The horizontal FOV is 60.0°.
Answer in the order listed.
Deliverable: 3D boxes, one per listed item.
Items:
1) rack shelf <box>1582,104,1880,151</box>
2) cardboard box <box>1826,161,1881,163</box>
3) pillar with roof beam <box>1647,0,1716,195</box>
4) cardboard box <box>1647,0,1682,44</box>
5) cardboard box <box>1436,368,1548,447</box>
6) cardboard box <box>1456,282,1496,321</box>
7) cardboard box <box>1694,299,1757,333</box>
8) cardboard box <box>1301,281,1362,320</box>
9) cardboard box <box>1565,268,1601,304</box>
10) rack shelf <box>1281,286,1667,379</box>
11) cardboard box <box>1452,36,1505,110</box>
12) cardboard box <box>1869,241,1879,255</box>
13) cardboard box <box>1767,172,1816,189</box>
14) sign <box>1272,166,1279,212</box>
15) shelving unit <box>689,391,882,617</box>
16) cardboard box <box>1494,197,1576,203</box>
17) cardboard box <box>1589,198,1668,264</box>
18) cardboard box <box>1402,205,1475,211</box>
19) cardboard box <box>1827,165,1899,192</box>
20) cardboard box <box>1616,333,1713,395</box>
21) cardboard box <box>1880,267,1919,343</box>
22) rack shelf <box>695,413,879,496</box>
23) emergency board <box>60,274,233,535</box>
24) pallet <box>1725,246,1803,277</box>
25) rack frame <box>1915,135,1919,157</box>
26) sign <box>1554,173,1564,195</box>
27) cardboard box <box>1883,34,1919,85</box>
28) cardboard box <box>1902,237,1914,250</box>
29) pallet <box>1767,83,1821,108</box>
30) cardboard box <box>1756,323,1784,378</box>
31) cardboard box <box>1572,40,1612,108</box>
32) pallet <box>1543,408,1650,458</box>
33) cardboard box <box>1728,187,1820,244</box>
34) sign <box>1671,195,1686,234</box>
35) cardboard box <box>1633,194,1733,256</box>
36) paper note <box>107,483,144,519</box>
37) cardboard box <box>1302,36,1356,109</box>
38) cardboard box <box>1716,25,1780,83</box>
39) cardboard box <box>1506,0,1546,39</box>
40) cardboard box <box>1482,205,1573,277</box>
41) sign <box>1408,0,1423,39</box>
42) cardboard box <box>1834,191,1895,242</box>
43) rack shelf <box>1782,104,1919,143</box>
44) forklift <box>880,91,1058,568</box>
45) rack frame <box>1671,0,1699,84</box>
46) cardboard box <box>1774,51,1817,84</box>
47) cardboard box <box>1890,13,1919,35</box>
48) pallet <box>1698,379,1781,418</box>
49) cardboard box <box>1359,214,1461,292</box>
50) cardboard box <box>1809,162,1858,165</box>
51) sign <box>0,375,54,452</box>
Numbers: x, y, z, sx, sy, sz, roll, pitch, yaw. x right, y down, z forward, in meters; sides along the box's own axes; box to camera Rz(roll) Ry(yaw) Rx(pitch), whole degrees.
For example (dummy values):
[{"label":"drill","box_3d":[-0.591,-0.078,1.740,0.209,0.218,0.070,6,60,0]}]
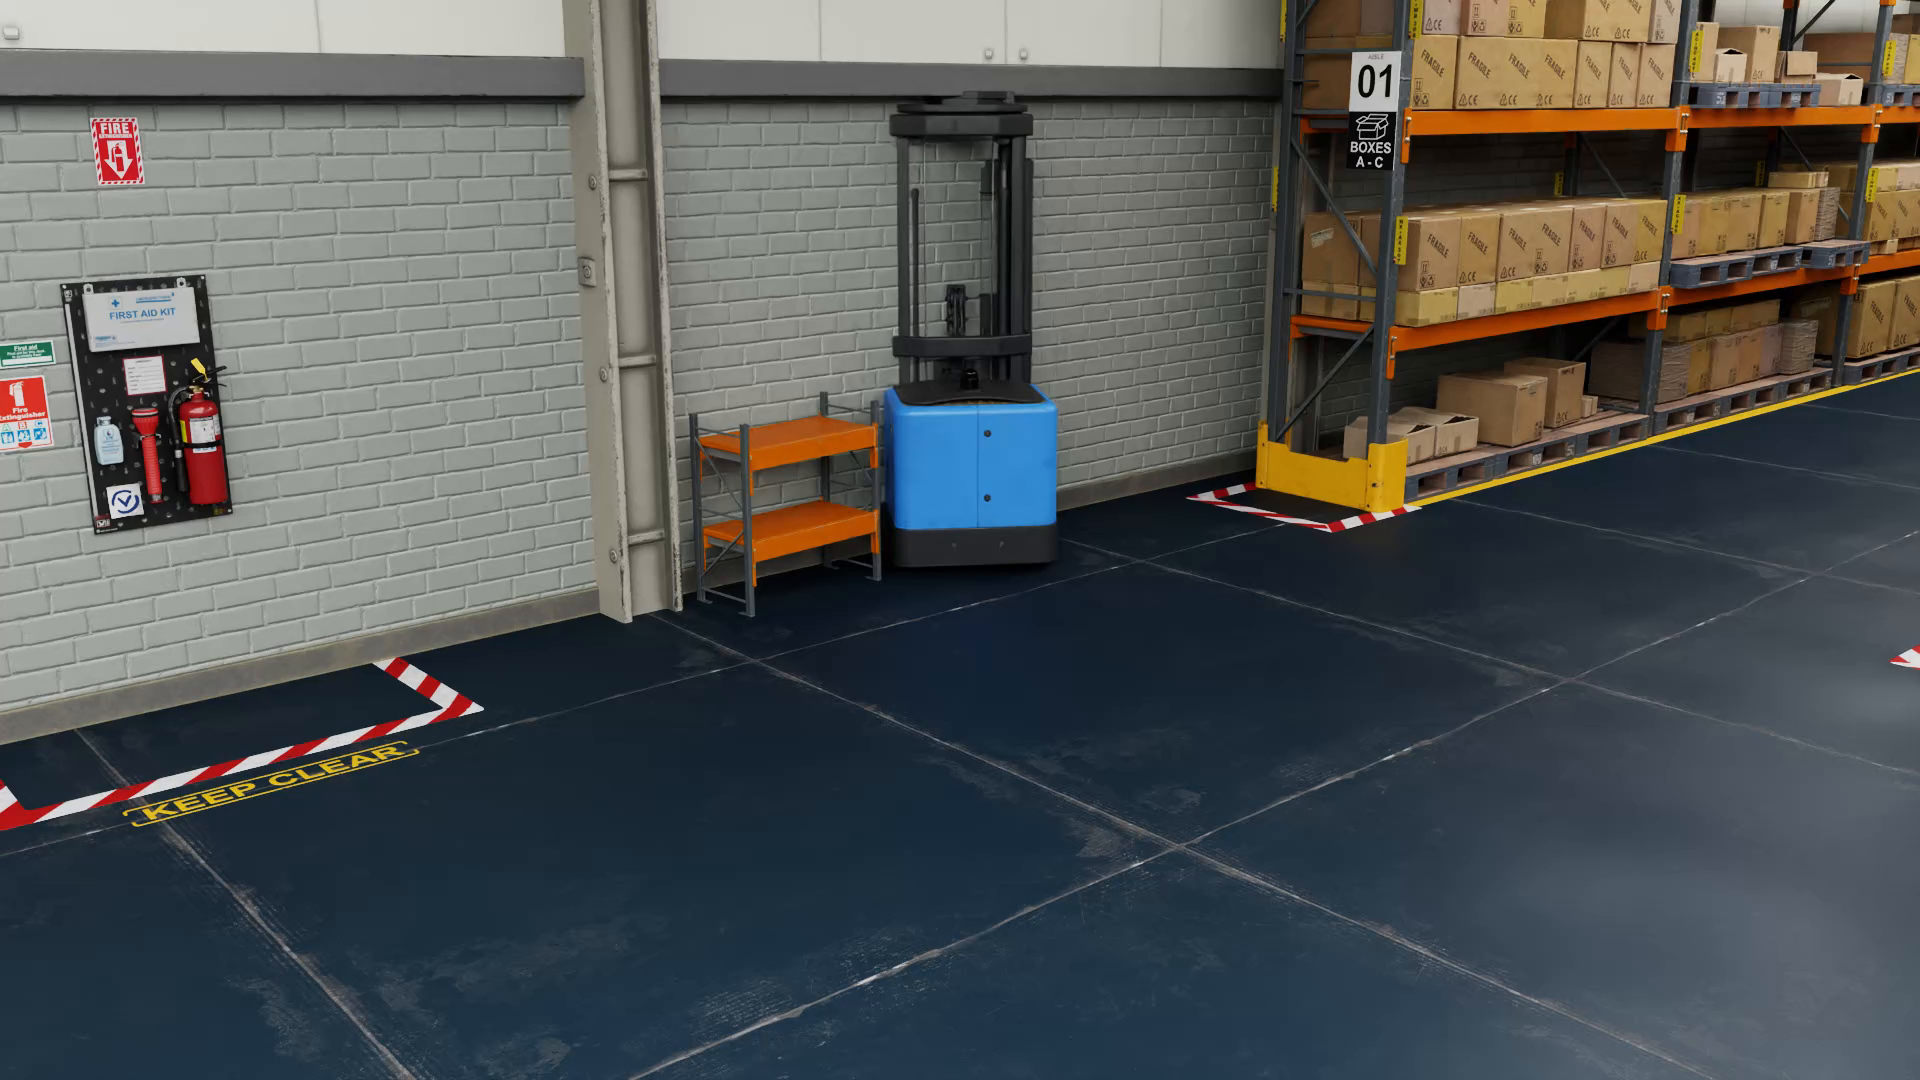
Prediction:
[{"label":"rack shelf","box_3d":[7.228,-3.885,15.564,4.000,0.370,1.077,-13,19,-39]},{"label":"cardboard box","box_3d":[9.691,-3.987,18.102,0.500,0.250,0.500,-13,20,-41]},{"label":"pillar with roof beam","box_3d":[10.014,-5.131,13.021,0.400,9.000,9.100,-13,19,-39]},{"label":"cardboard box","box_3d":[5.519,-4.297,13.543,0.500,0.500,0.500,14,20,42]},{"label":"cardboard box","box_3d":[4.299,-1.083,13.483,0.500,0.500,0.700,-14,21,-43]},{"label":"cardboard box","box_3d":[3.661,-1.816,12.488,0.500,0.250,0.500,-13,20,-41]},{"label":"cardboard box","box_3d":[7.372,-2.185,16.156,0.500,0.250,0.500,-13,20,-40]},{"label":"cardboard box","box_3d":[2.927,-1.821,12.508,0.500,0.250,0.500,-12,19,-39]},{"label":"cardboard box","box_3d":[4.810,-2.072,13.445,0.500,0.250,0.500,-13,20,-40]},{"label":"rack shelf","box_3d":[4.210,-1.758,13.415,4.000,0.370,1.077,-13,19,-39]},{"label":"cardboard box","box_3d":[3.547,-3.366,11.995,0.500,0.500,0.500,-11,19,-36]},{"label":"cardboard box","box_3d":[9.333,-3.062,17.350,0.250,0.149,0.380,-12,19,-39]},{"label":"cardboard box","box_3d":[8.263,-3.575,16.518,0.380,0.149,0.250,12,19,38]},{"label":"sign","box_3d":[2.353,-2.591,12.280,0.005,0.325,0.100,-13,19,-39]},{"label":"shelving unit","box_3d":[-1.028,-0.240,9.969,0.538,1.125,1.048,14,20,41]},{"label":"cardboard box","box_3d":[4.835,-2.618,14.039,0.500,0.500,0.500,-13,20,-40]},{"label":"cardboard box","box_3d":[5.566,-2.604,13.985,0.500,0.500,0.500,-13,20,-39]},{"label":"cardboard box","box_3d":[3.691,-2.360,13.070,0.500,0.500,0.500,-13,20,-41]},{"label":"cardboard box","box_3d":[9.270,-3.718,17.095,0.500,0.250,0.500,-12,19,-38]},{"label":"cardboard box","box_3d":[6.620,-1.675,15.699,0.500,0.500,0.700,-13,20,-40]},{"label":"cardboard box","box_3d":[10.681,-2.678,18.814,0.750,0.750,0.750,-12,19,-38]},{"label":"rack shelf","box_3d":[-1.028,-0.523,9.894,0.538,0.278,1.000,14,20,41]},{"label":"emergency board","box_3d":[-3.754,-0.627,7.783,0.643,1.169,0.194,-13,19,-39]},{"label":"pallet","box_3d":[7.270,-2.686,15.866,1.213,0.211,1.003,-13,19,-39]},{"label":"rack frame","box_3d":[11.754,-3.800,19.664,0.127,3.000,1.000,-13,19,-39]},{"label":"sign","box_3d":[5.352,-3.112,14.843,0.005,0.325,0.100,-13,19,-39]},{"label":"cardboard box","box_3d":[9.856,-5.117,17.735,0.500,0.500,0.700,-11,19,-37]},{"label":"cardboard box","box_3d":[10.090,-3.245,18.033,0.250,0.149,0.380,-12,19,-39]},{"label":"pallet","box_3d":[7.035,-4.063,15.201,1.003,0.211,1.213,-13,19,-39]},{"label":"cardboard box","box_3d":[7.763,-1.931,16.656,0.500,0.500,0.700,-13,20,-39]},{"label":"cardboard box","box_3d":[4.718,-3.634,12.997,0.500,0.500,0.500,-14,20,-41]},{"label":"pallet","box_3d":[5.236,-0.977,14.498,1.213,0.211,1.003,-13,19,-39]},{"label":"cardboard box","box_3d":[7.985,-3.202,16.378,0.700,0.500,0.500,14,20,42]},{"label":"sign","box_3d":[6.081,-2.759,14.088,0.005,0.325,0.100,-13,19,-39]},{"label":"cardboard box","box_3d":[6.552,-2.878,15.168,0.500,0.500,0.700,-10,18,-34]},{"label":"paper note","box_3d":[-3.932,-0.184,7.835,0.142,0.148,0.016,-13,19,-39]},{"label":"cardboard box","box_3d":[2.850,-3.394,12.100,0.500,0.500,0.500,-11,18,-35]},{"label":"cardboard box","box_3d":[7.115,-4.431,15.207,0.500,0.500,0.500,-14,20,-41]},{"label":"cardboard box","box_3d":[3.943,-3.939,12.203,0.500,0.500,0.500,-12,19,-38]},{"label":"cardboard box","box_3d":[4.414,-2.347,13.022,0.500,0.500,0.500,-12,19,-38]},{"label":"sign","box_3d":[3.058,-3.533,11.158,0.005,0.325,0.100,-13,19,-39]},{"label":"cardboard box","box_3d":[9.271,-3.357,17.195,0.500,0.500,0.500,-12,19,-38]},{"label":"rack shelf","box_3d":[10.246,-4.563,18.101,4.000,0.370,1.077,-13,19,-39]},{"label":"forklift","box_3d":[-0.092,-1.577,11.474,1.130,2.935,3.031,-2,15,-7]},{"label":"rack frame","box_3d":[5.719,-5.343,13.816,0.127,3.000,1.000,-13,19,-39]},{"label":"cardboard box","box_3d":[7.698,-4.430,15.969,0.637,0.503,0.797,-9,18,-32]},{"label":"cardboard box","box_3d":[10.598,-5.652,18.287,0.500,0.250,0.500,-13,20,-41]},{"label":"pallet","box_3d":[7.226,-1.438,16.223,1.213,0.211,1.003,-13,19,-39]},{"label":"cardboard box","box_3d":[3.259,-2.089,12.057,0.500,0.500,0.500,-13,19,-39]},{"label":"cardboard box","box_3d":[9.302,-3.901,17.779,0.500,0.250,0.500,-13,20,-41]},{"label":"sign","box_3d":[-4.238,-0.570,7.503,0.234,0.329,0.001,-13,19,-39]}]
